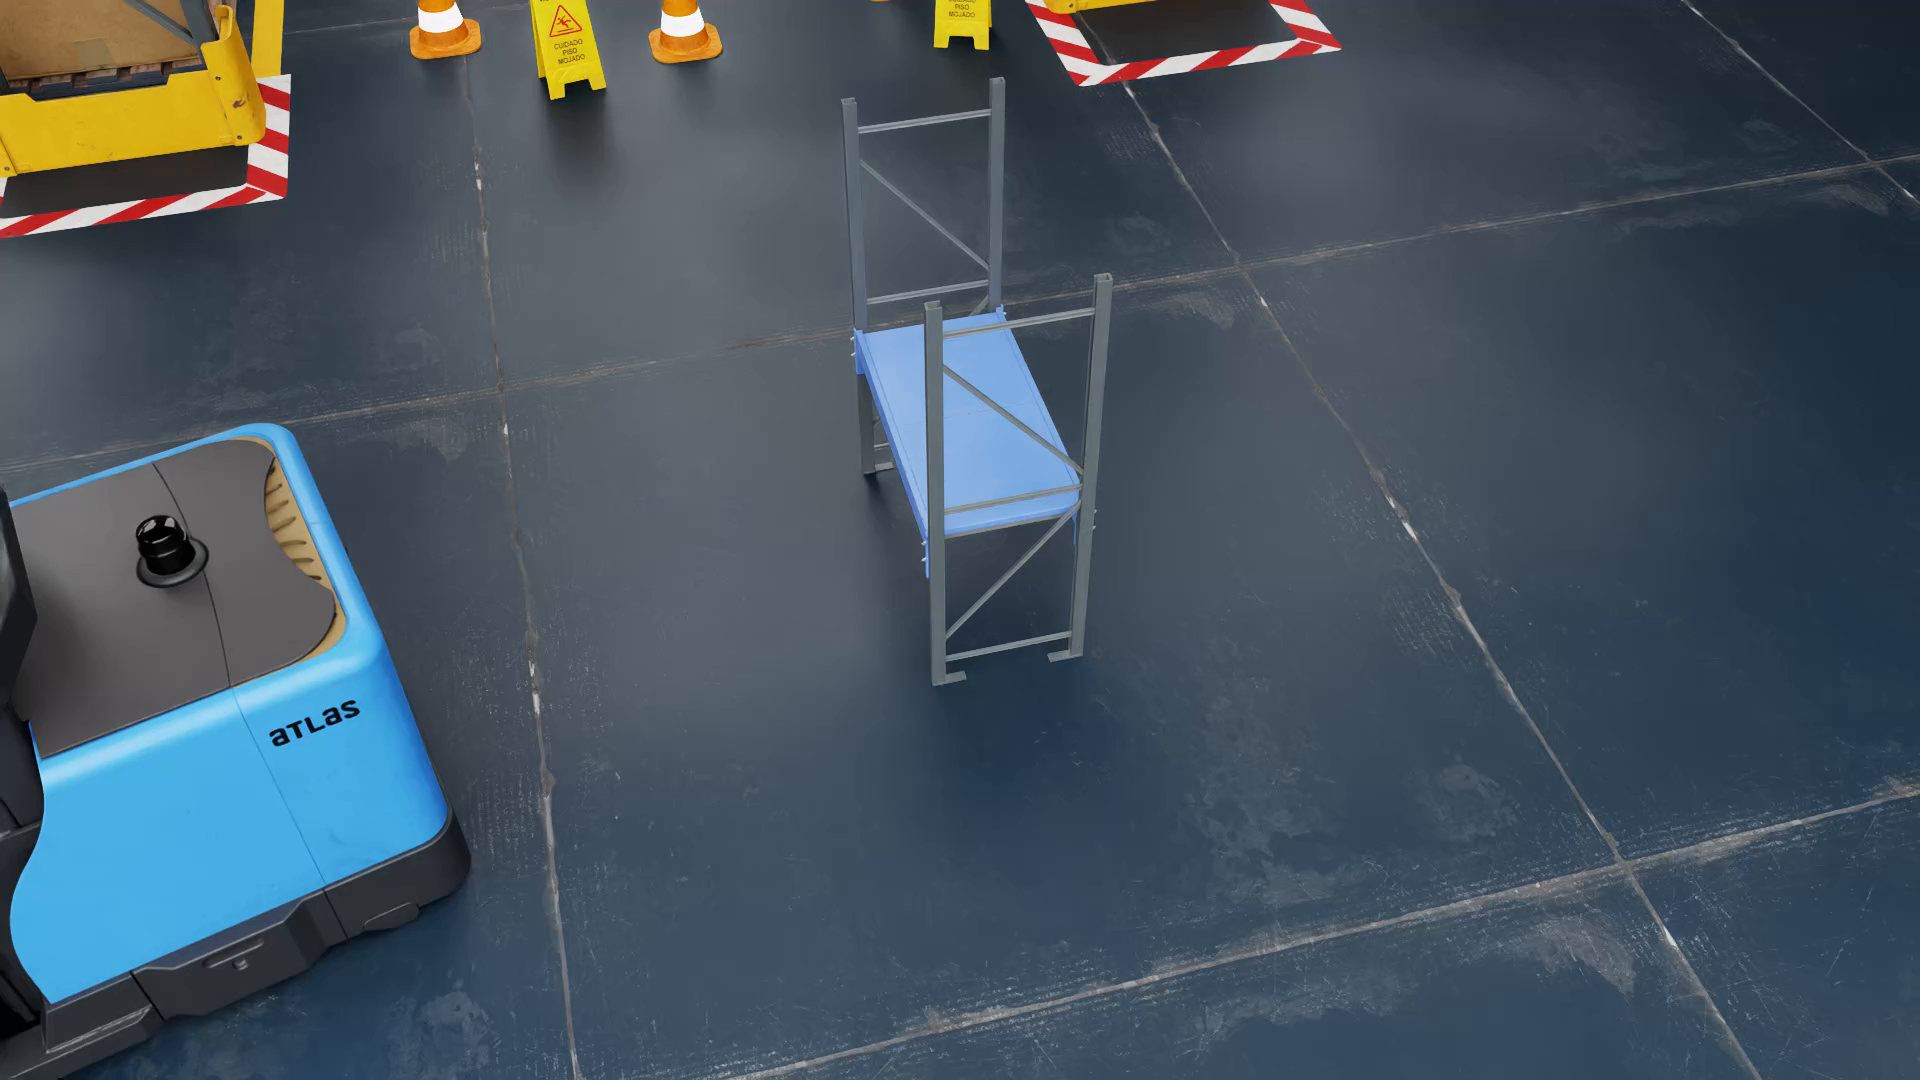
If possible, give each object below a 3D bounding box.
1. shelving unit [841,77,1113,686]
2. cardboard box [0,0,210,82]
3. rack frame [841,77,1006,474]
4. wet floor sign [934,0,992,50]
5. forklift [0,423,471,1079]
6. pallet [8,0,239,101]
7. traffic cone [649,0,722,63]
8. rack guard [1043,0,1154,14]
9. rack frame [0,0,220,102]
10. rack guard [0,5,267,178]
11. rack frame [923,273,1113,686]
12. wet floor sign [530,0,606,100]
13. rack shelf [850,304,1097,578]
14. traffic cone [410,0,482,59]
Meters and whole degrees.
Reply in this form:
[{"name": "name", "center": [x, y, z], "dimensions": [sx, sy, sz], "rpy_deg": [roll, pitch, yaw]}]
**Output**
[{"name": "shelving unit", "center": [0.022, -0.466, 5.157], "dimensions": [0.538, 1.500, 1.048], "rpy_deg": [-11, 47, -10]}, {"name": "cardboard box", "center": [-3.995, -2.734, 7.523], "dimensions": [0.875, 0.875, 0.875], "rpy_deg": [-10, 47, -10]}, {"name": "rack frame", "center": [-0.108, -0.817, 5.501], "dimensions": [0.500, 1.500, 0.032], "rpy_deg": [-11, 47, -10]}, {"name": "wet floor sign", "center": [0.016, -2.699, 7.943], "dimensions": [0.267, 0.644, 0.232], "rpy_deg": [4, 46, 4]}, {"name": "forklift", "center": [-2.929, 0.203, 3.499], "dimensions": [3.031, 2.935, 1.130], "rpy_deg": [-22, 50, -21]}, {"name": "pallet", "center": [-4.037, -2.436, 7.990], "dimensions": [1.003, 0.211, 1.213], "rpy_deg": [-11, 47, -10]}, {"name": "traffic cone", "center": [-1.341, -2.585, 7.959], "dimensions": [0.336, 0.463, 0.334], "rpy_deg": [-11, 47, -10]}, {"name": "rack guard", "center": [0.983, -3.027, 8.367], "dimensions": [1.175, 0.500, 0.348], "rpy_deg": [-11, 47, -10]}, {"name": "rack frame", "center": [-3.757, -2.875, 6.467], "dimensions": [1.000, 3.000, 0.127], "rpy_deg": [-11, 47, -10]}, {"name": "rack guard", "center": [-3.751, -1.983, 7.344], "dimensions": [1.175, 0.500, 0.348], "rpy_deg": [-11, 47, -10]}, {"name": "rack frame", "center": [0.152, -0.115, 4.813], "dimensions": [0.500, 1.500, 0.032], "rpy_deg": [-11, 47, -10]}, {"name": "wet floor sign", "center": [-1.836, -2.393, 7.643], "dimensions": [0.267, 0.644, 0.232], "rpy_deg": [-18, 48, -17]}, {"name": "rack shelf", "center": [0.022, -0.340, 5.285], "dimensions": [0.538, 0.185, 1.000], "rpy_deg": [-11, 47, -10]}, {"name": "traffic cone", "center": [-2.520, -2.613, 7.987], "dimensions": [0.336, 0.463, 0.334], "rpy_deg": [-11, 47, -10]}]
